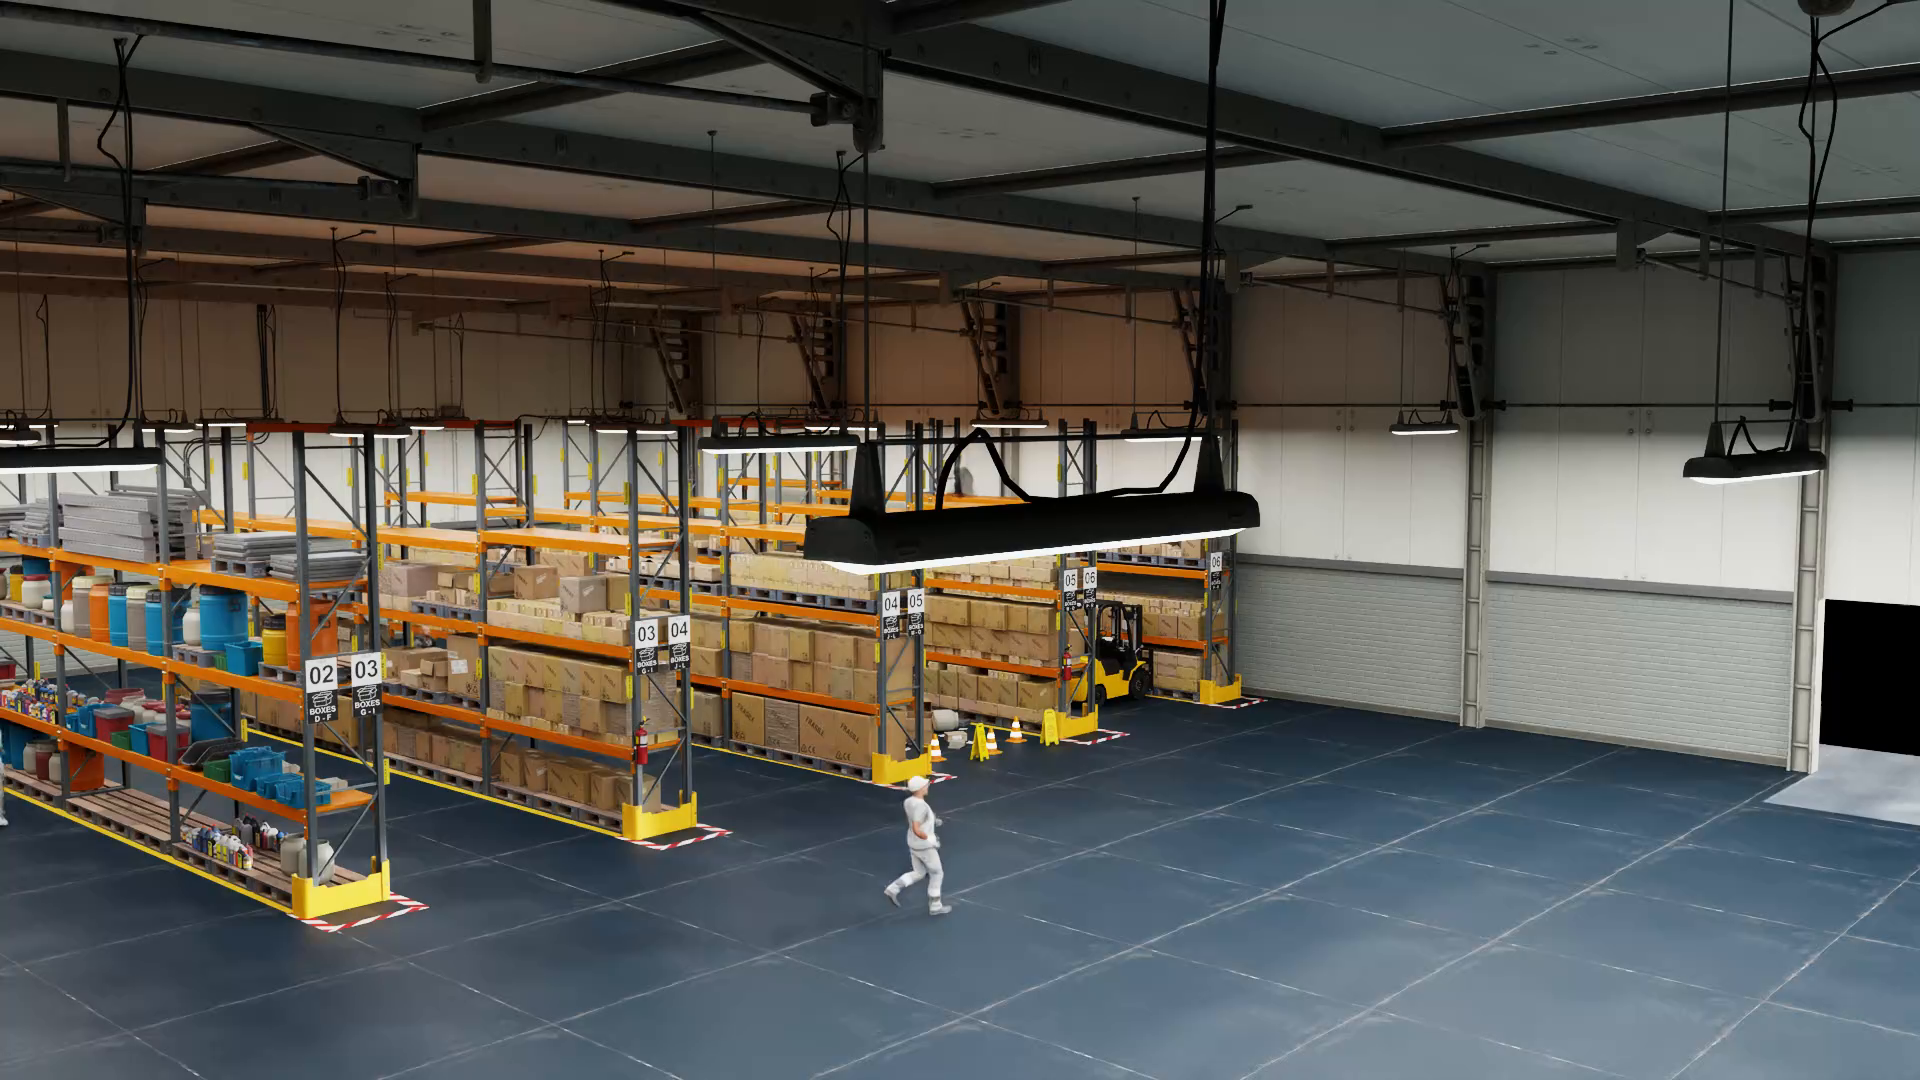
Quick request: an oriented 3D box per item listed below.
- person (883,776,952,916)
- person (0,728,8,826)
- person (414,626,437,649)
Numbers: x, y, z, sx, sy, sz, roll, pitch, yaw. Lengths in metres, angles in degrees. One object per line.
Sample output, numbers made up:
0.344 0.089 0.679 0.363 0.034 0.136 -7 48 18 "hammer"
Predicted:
-0.508 3.776 20.509 0.868 1.760 0.669 -2 5 -22 "person"
-14.751 3.379 25.125 1.049 1.798 0.707 4 6 37 "person"
-11.224 2.644 34.958 0.716 1.693 0.667 4 6 40 "person"
